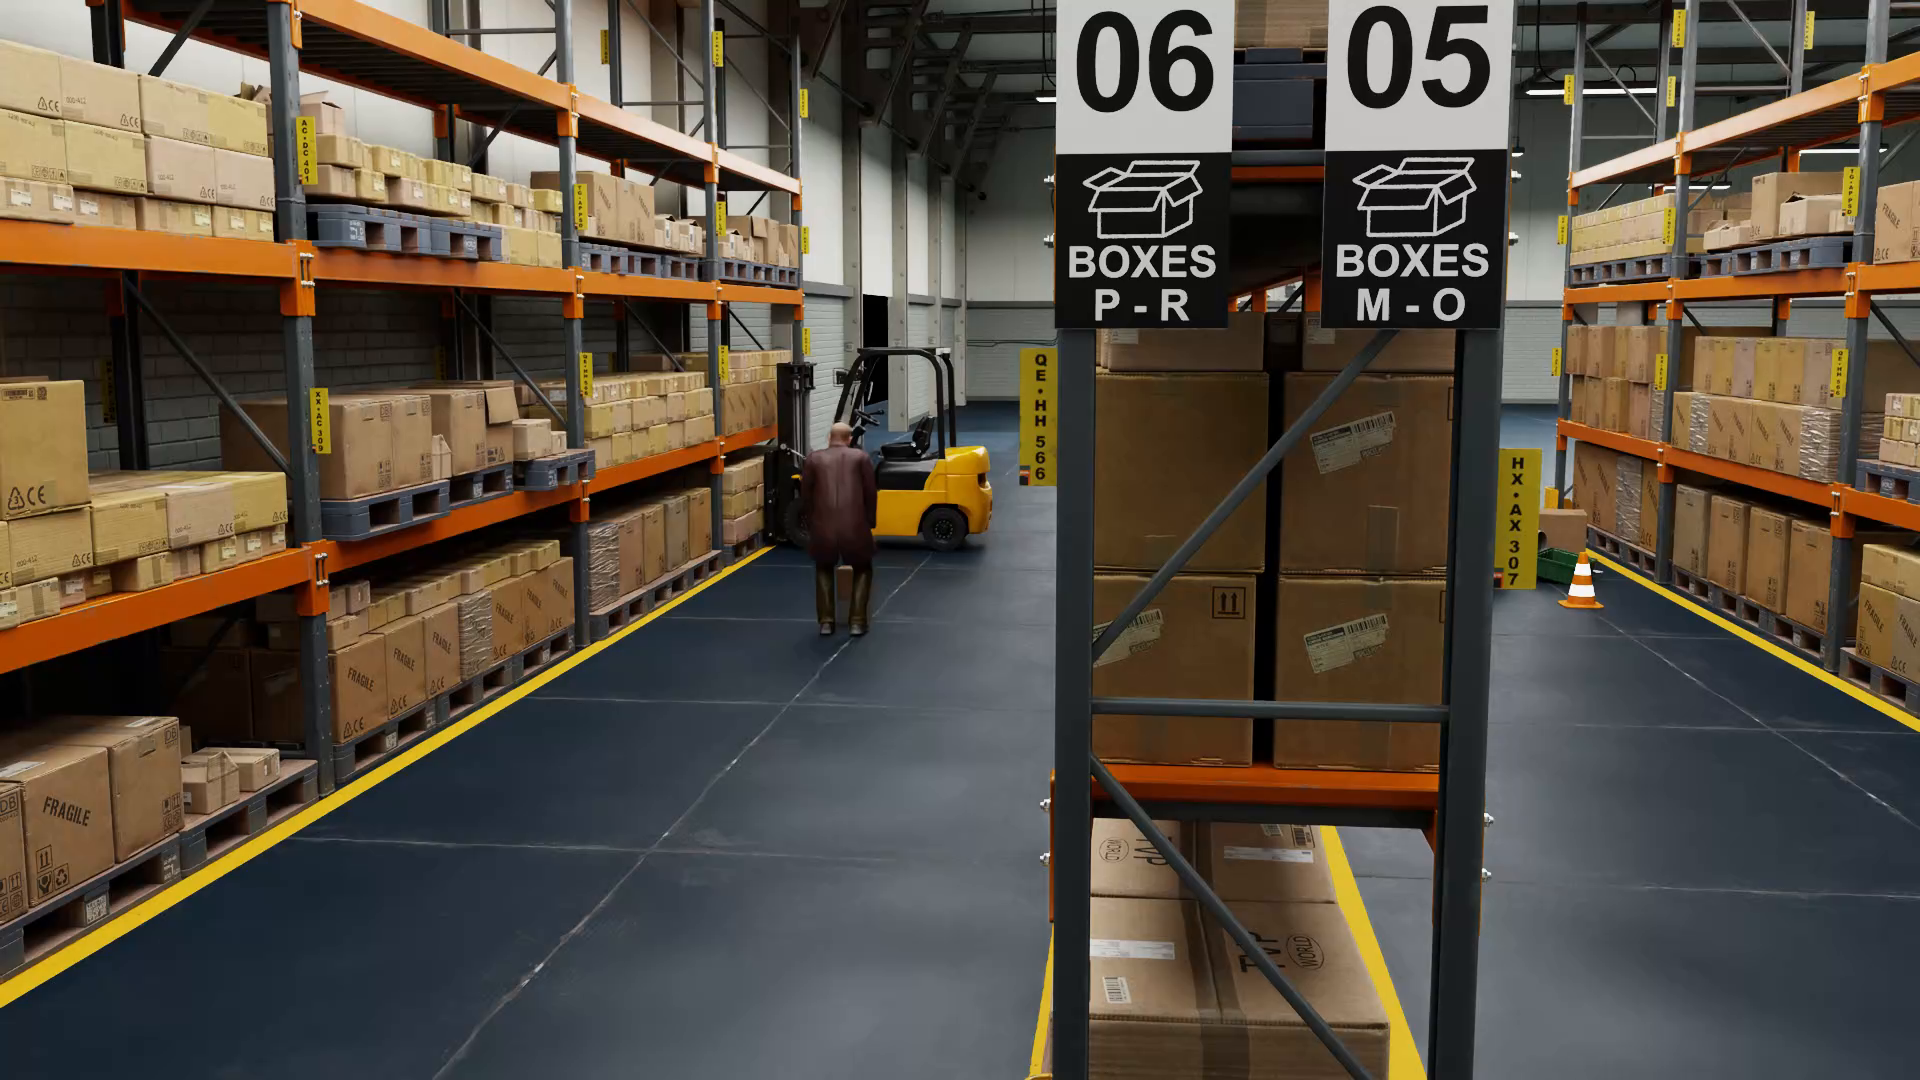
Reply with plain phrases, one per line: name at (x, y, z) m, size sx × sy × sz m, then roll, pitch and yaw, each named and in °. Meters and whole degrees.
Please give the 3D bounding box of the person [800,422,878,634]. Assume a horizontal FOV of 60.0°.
person at (-0.951, -0.086, 13.028) m, size 0.611 × 1.654 × 0.515 m, roll 1°, pitch 7°, yaw 7°
